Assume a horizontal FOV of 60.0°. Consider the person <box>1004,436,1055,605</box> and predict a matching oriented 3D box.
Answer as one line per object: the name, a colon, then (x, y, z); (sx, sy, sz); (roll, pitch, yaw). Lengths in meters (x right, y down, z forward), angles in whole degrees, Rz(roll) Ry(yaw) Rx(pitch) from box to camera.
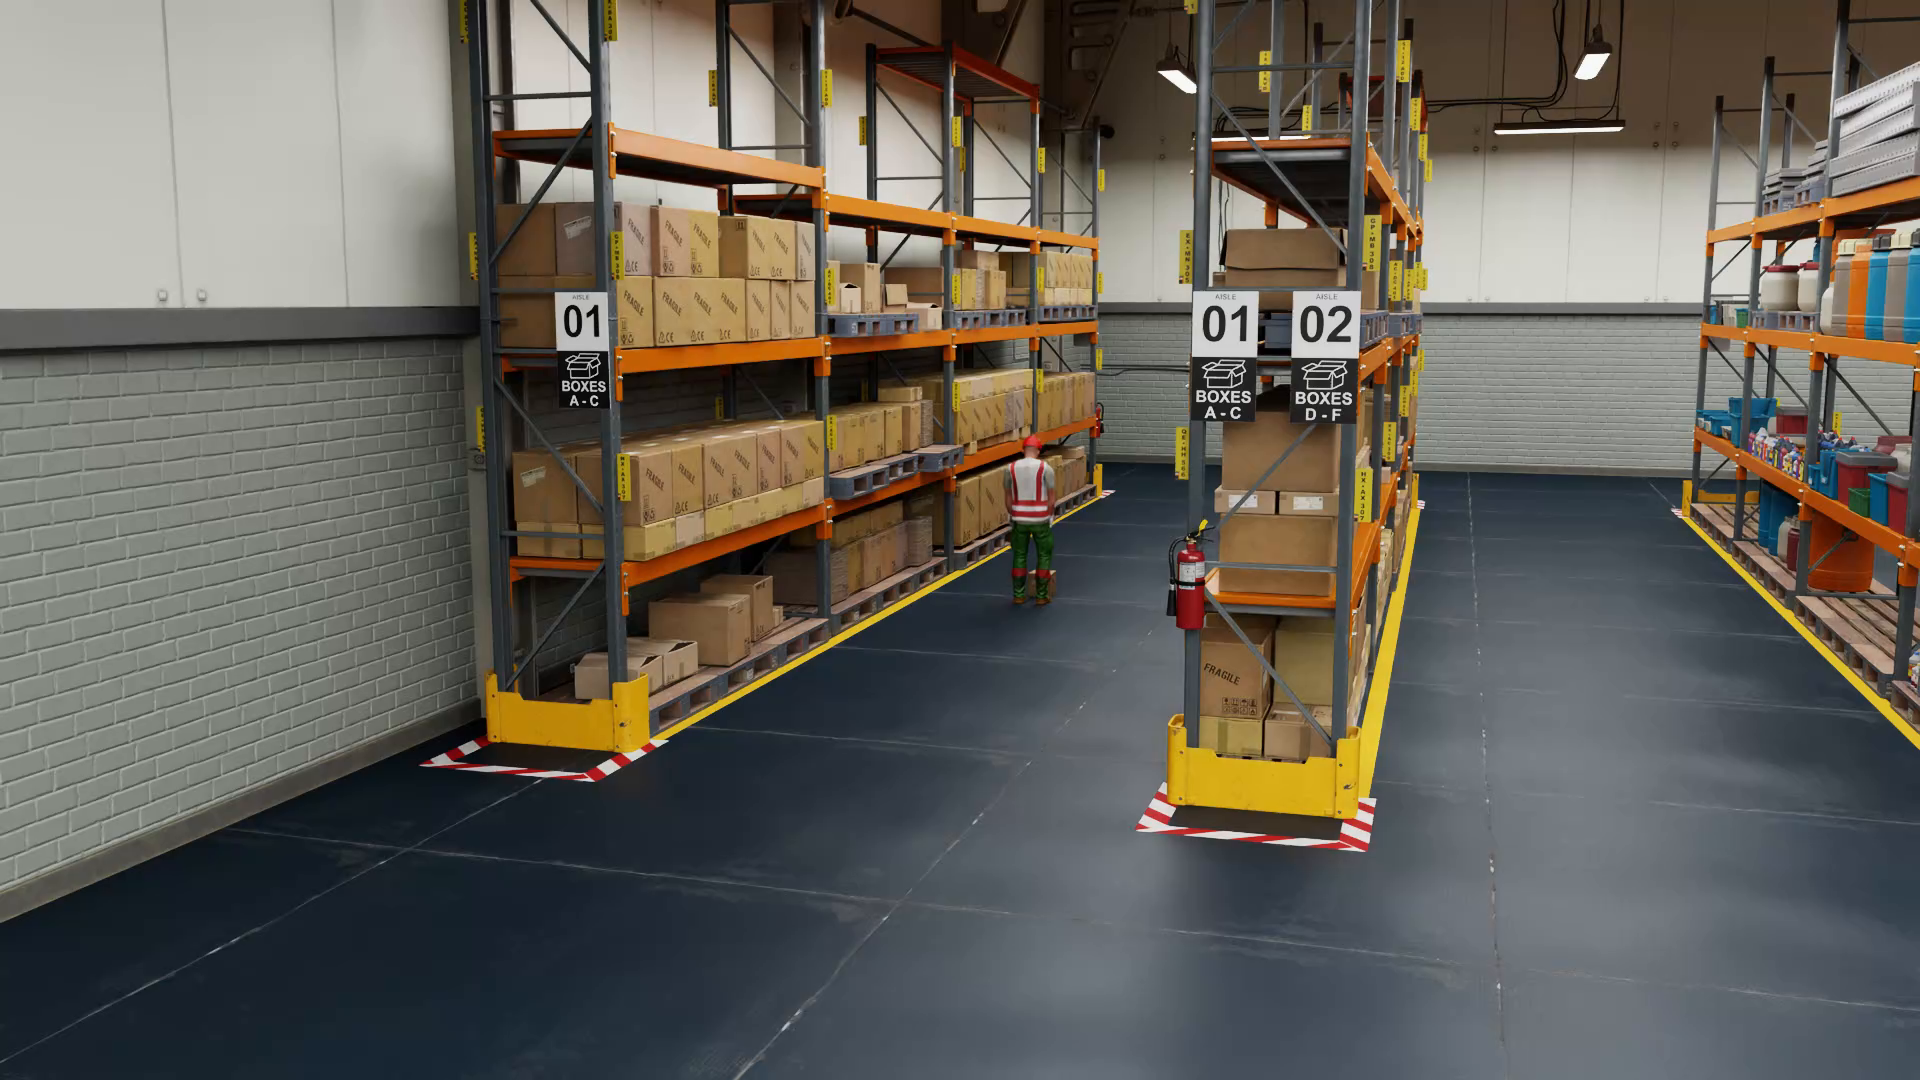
person: (0.730, -0.207, 17.344); (0.541, 1.743, 0.443); (3, 9, 17)
